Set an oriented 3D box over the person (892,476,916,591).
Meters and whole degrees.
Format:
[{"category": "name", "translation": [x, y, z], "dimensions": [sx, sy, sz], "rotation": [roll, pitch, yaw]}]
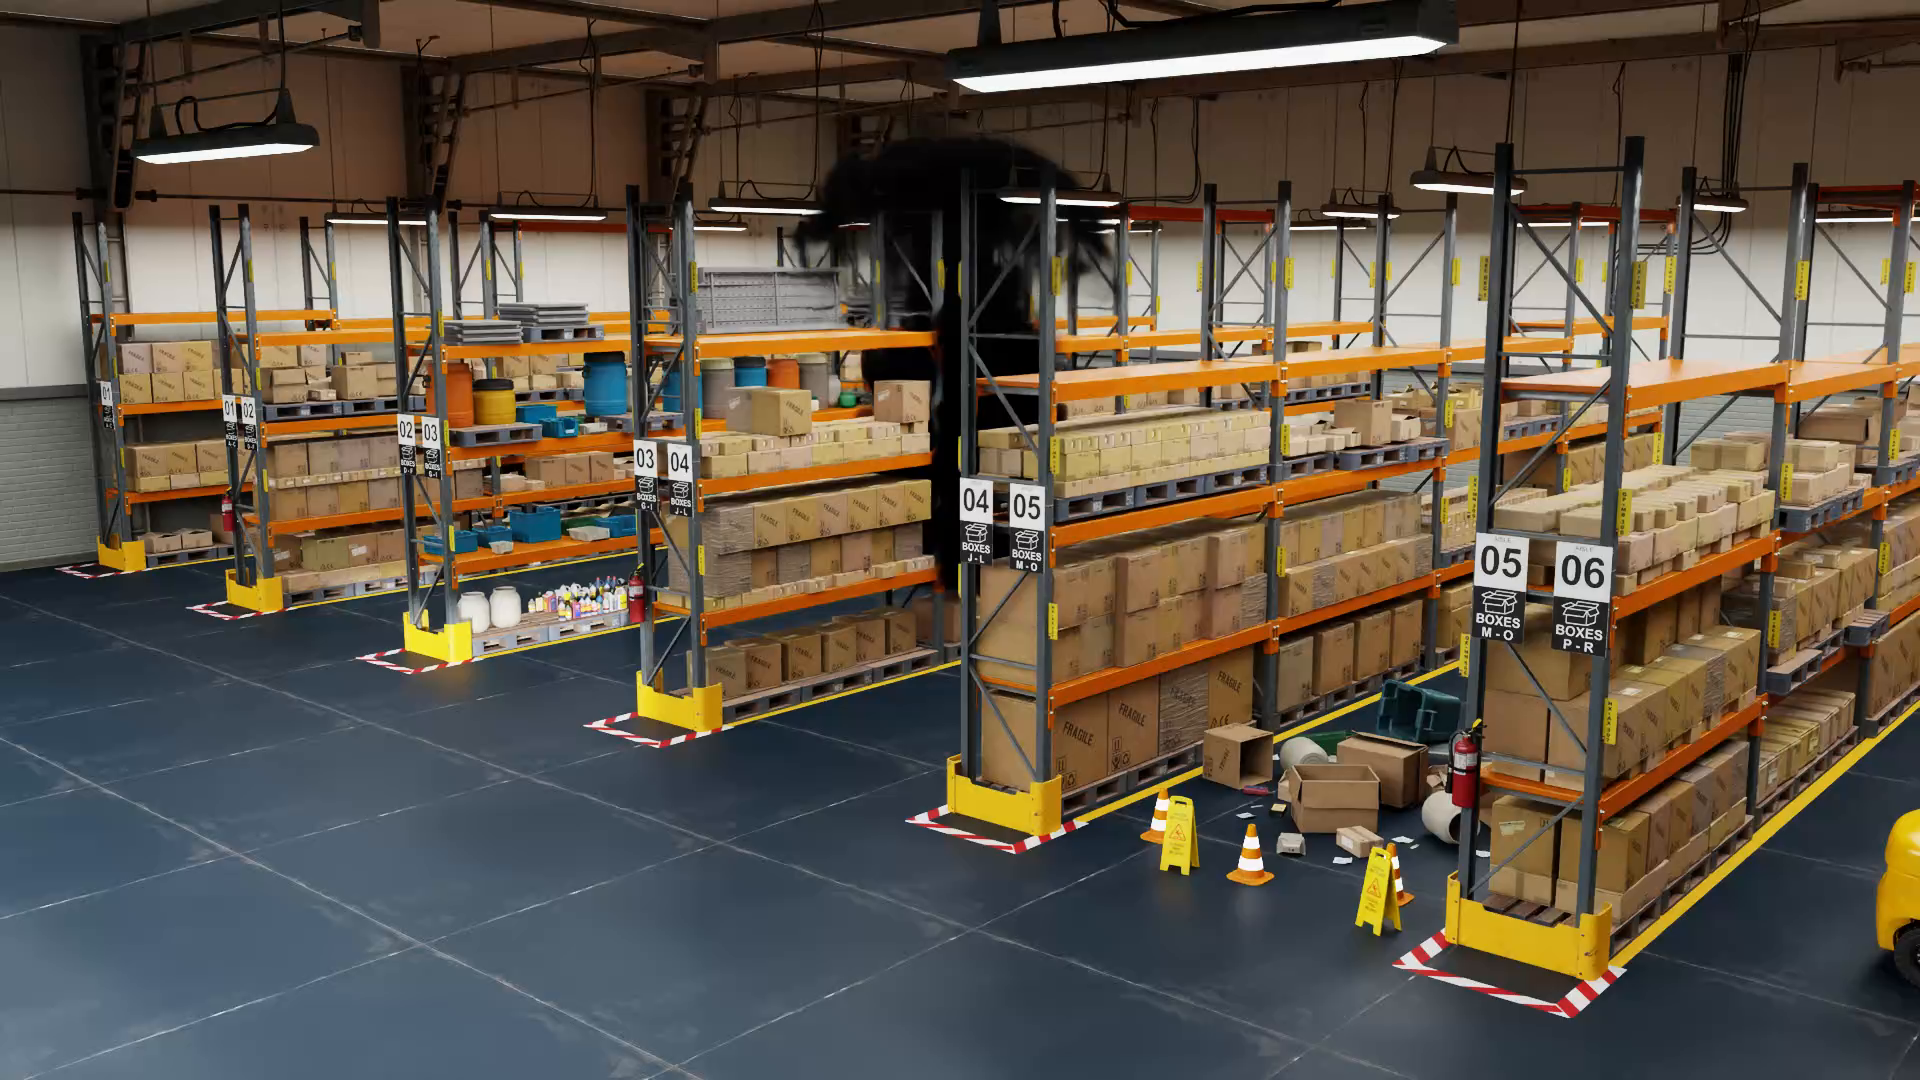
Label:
[{"category": "person", "translation": [-0.810, -0.108, 25.189], "dimensions": [0.582, 1.737, 0.730], "rotation": [9, 13, 42]}]
